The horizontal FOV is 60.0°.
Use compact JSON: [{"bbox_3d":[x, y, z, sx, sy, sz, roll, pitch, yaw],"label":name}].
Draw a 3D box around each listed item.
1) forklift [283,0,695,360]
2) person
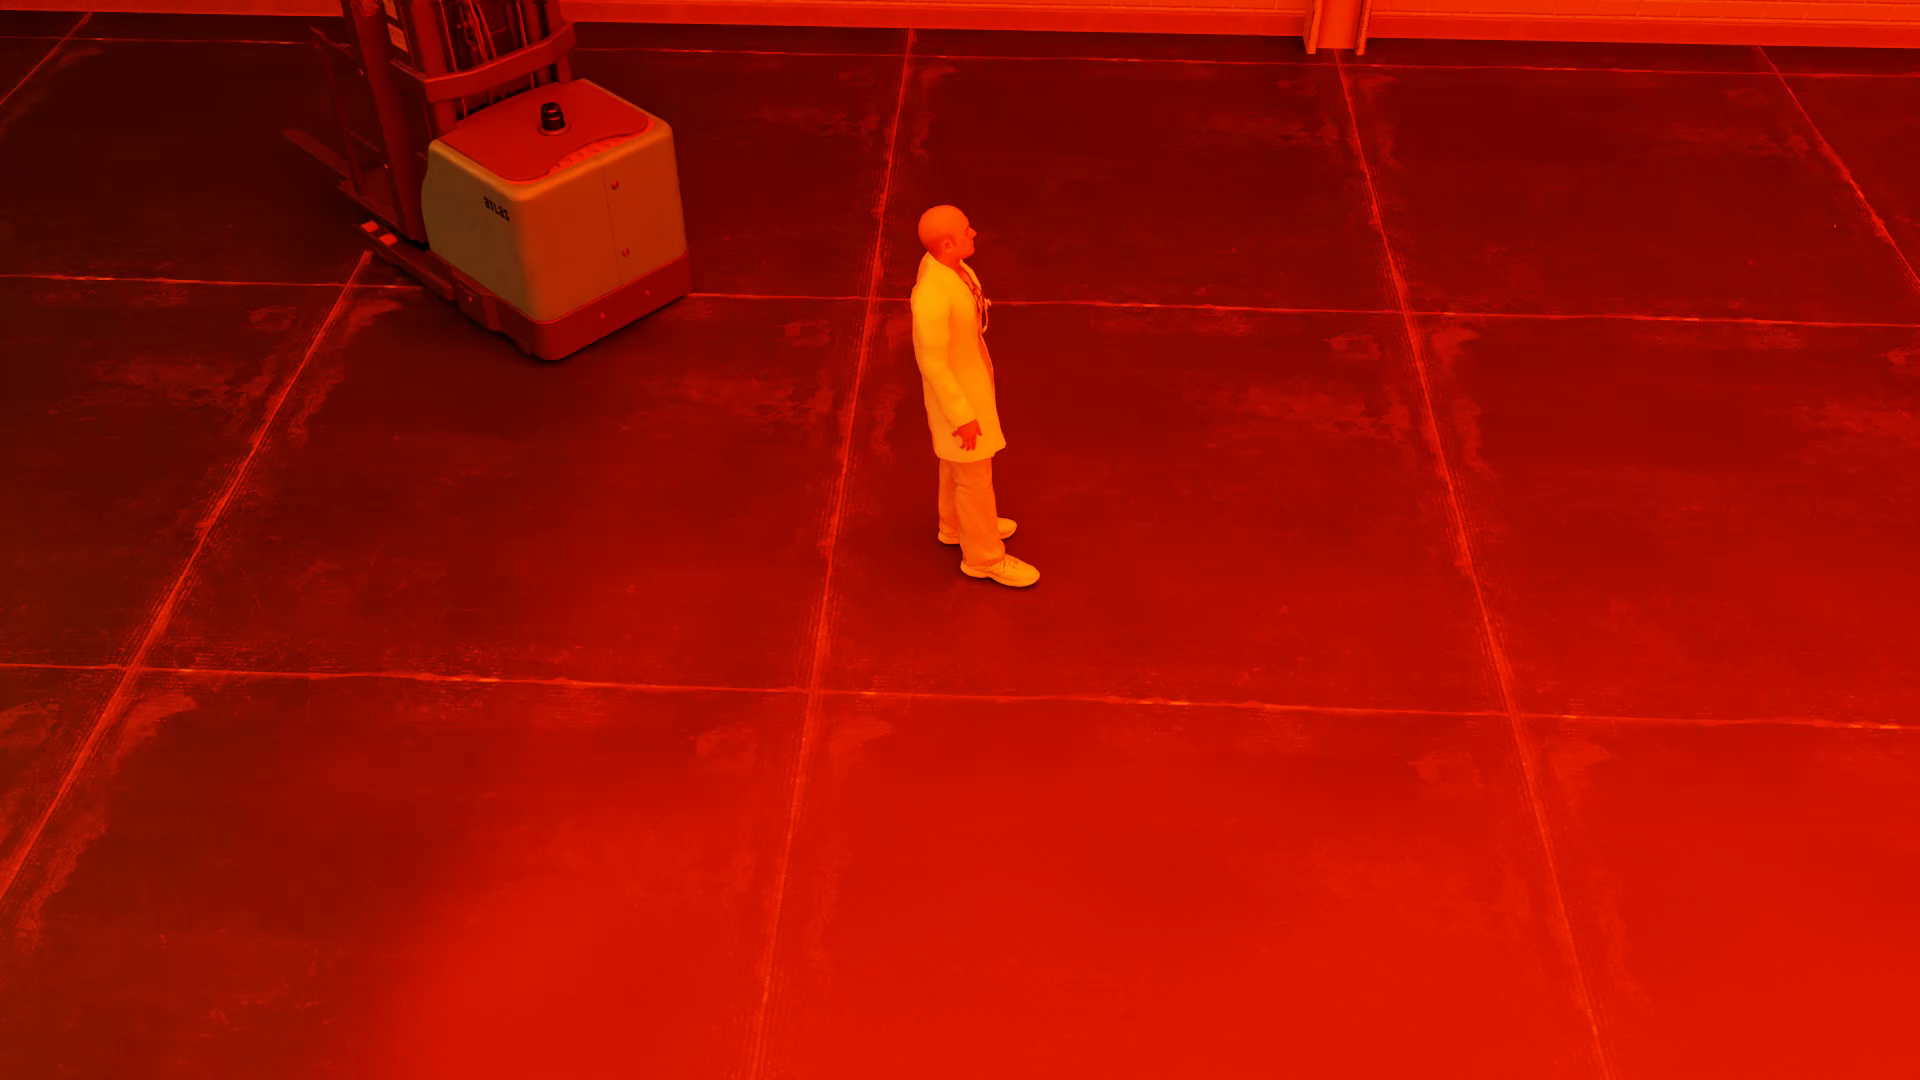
[{"bbox_3d":[-2.906,-2.920,8.941,3.031,2.935,1.130,33,52,31],"label":"forklift"},{"bbox_3d":[0.091,-0.657,7.306,0.578,1.778,0.696,2,42,2],"label":"person"}]
